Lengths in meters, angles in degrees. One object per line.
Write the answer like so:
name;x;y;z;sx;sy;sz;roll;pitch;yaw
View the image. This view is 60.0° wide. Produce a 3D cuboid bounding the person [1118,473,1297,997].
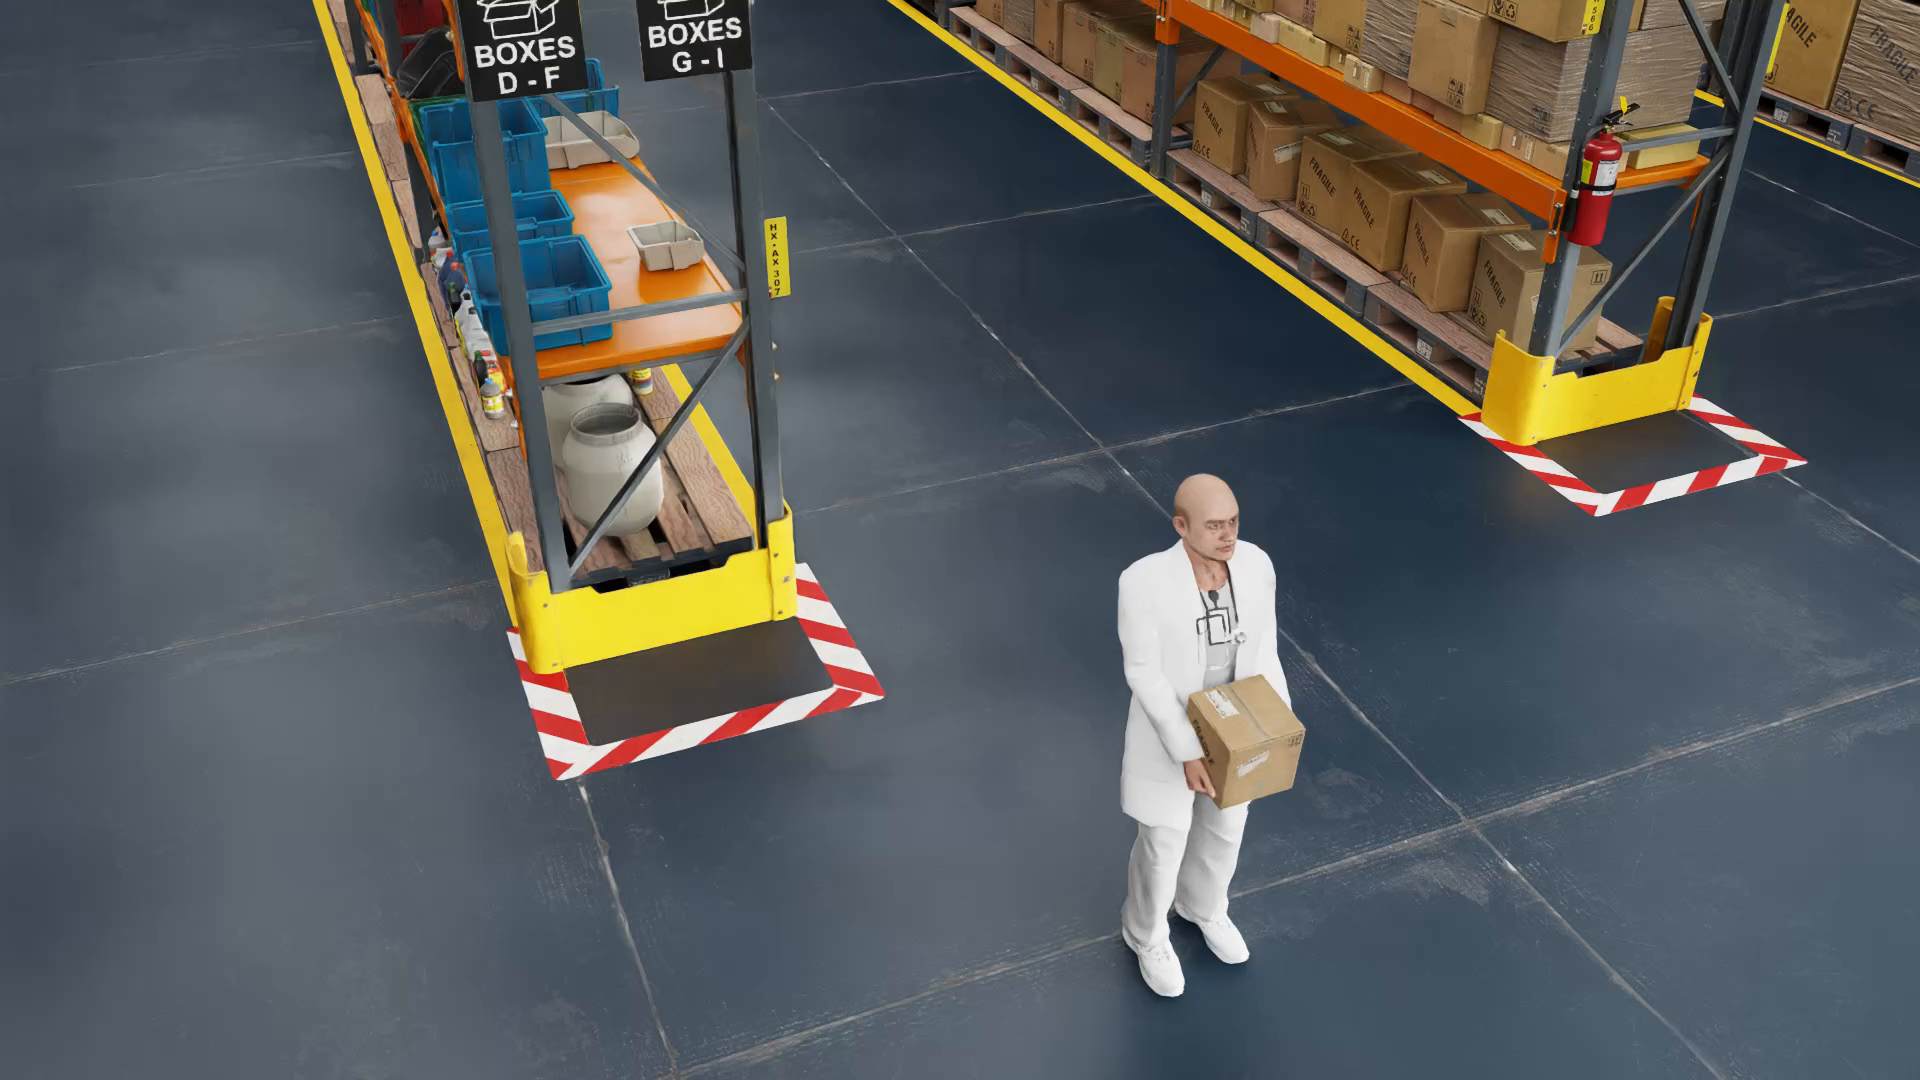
person;0.769;0.653;5.151;0.527;1.771;0.553;-13;35;-19
